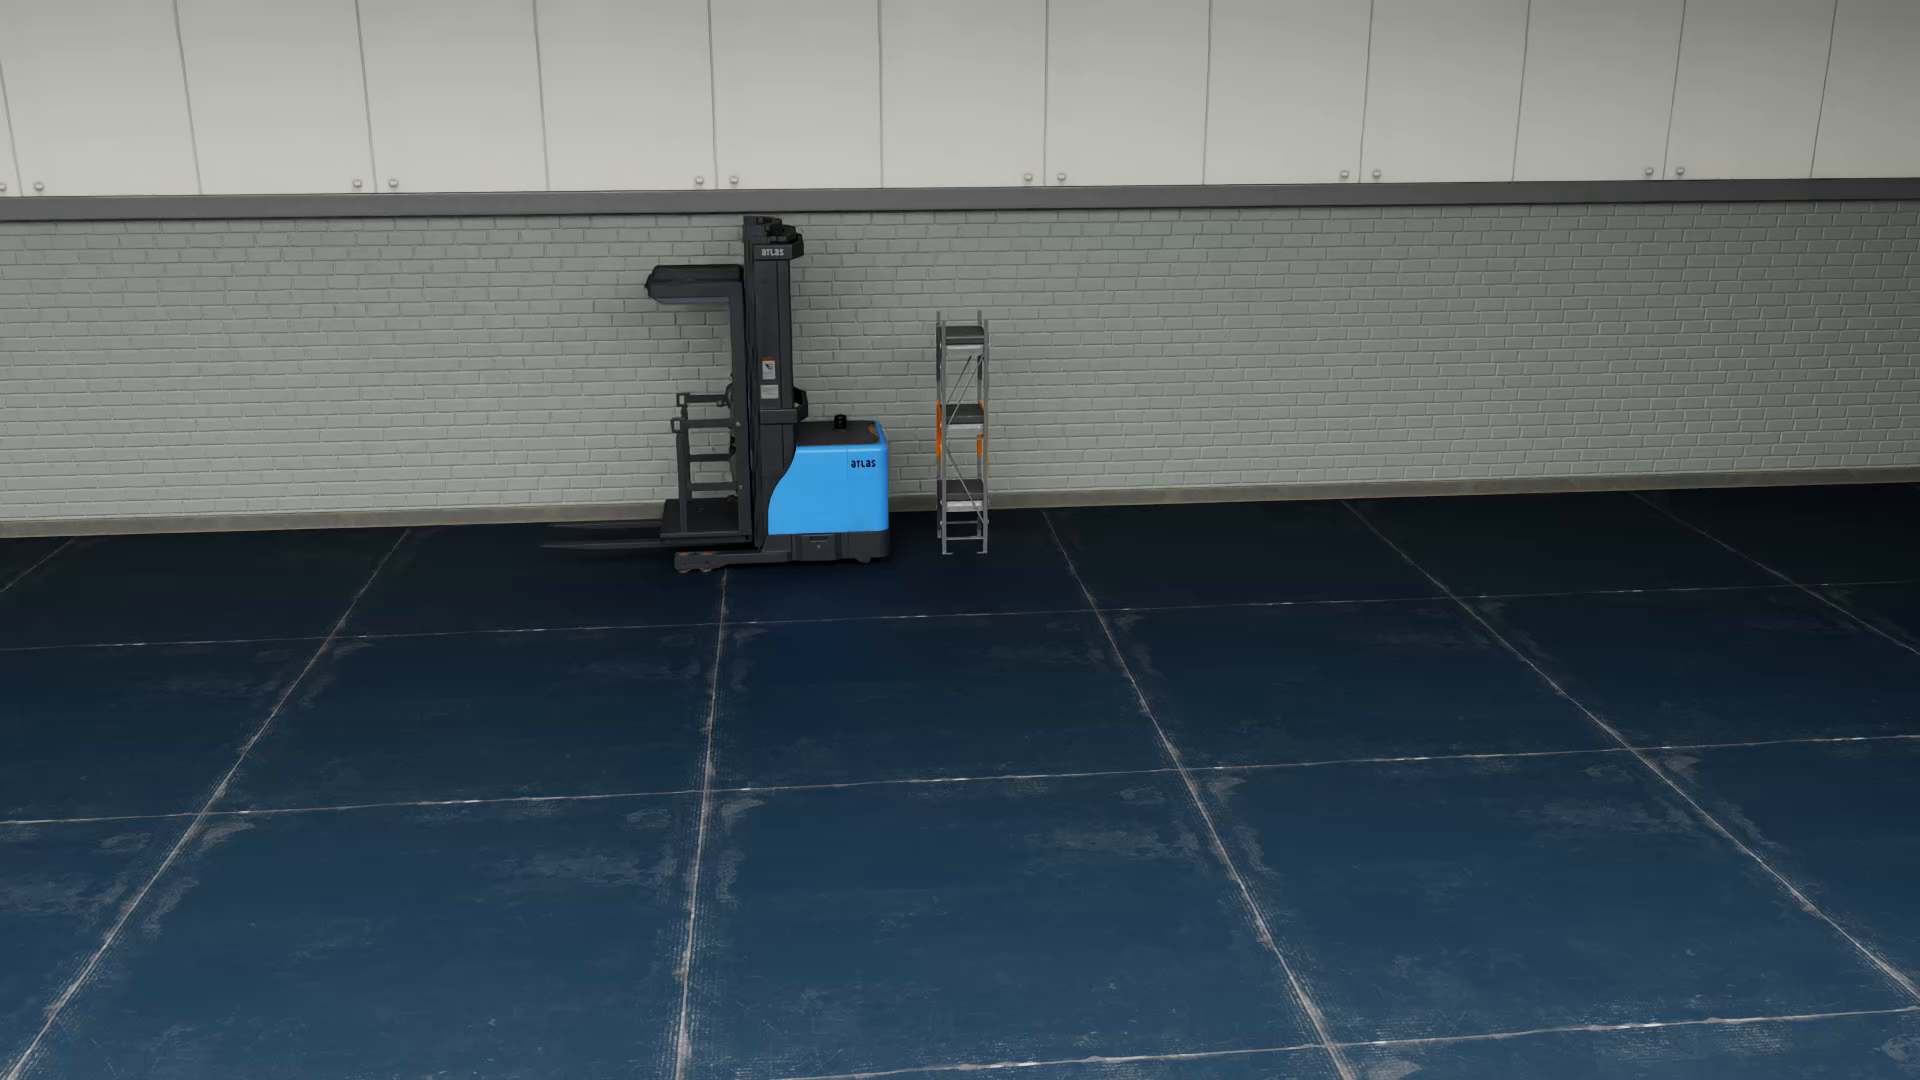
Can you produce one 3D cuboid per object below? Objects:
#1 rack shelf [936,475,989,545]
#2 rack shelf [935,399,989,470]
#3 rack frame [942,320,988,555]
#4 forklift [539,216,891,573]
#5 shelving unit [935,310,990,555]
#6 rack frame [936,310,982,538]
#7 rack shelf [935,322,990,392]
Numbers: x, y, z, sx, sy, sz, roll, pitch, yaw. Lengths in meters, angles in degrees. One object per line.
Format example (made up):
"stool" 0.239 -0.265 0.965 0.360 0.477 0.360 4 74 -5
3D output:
"rack shelf" 0.017 -0.272 14.992 0.431 0.518 0.480 -2 18 -6
"rack shelf" 0.017 -0.939 14.782 0.431 0.518 0.480 -2 18 -6
"rack frame" 0.042 -0.880 14.547 0.400 2.100 0.015 -2 18 -6
"forklift" -2.162 -1.284 14.448 3.031 2.935 1.130 -2 18 -6
"shelving unit" 0.017 -0.952 14.778 0.431 2.100 0.503 -2 18 -6
"rack frame" -0.008 -1.025 15.010 0.400 2.100 0.015 -2 18 -6
"rack shelf" 0.017 -1.607 14.573 0.431 0.518 0.480 -2 18 -6
